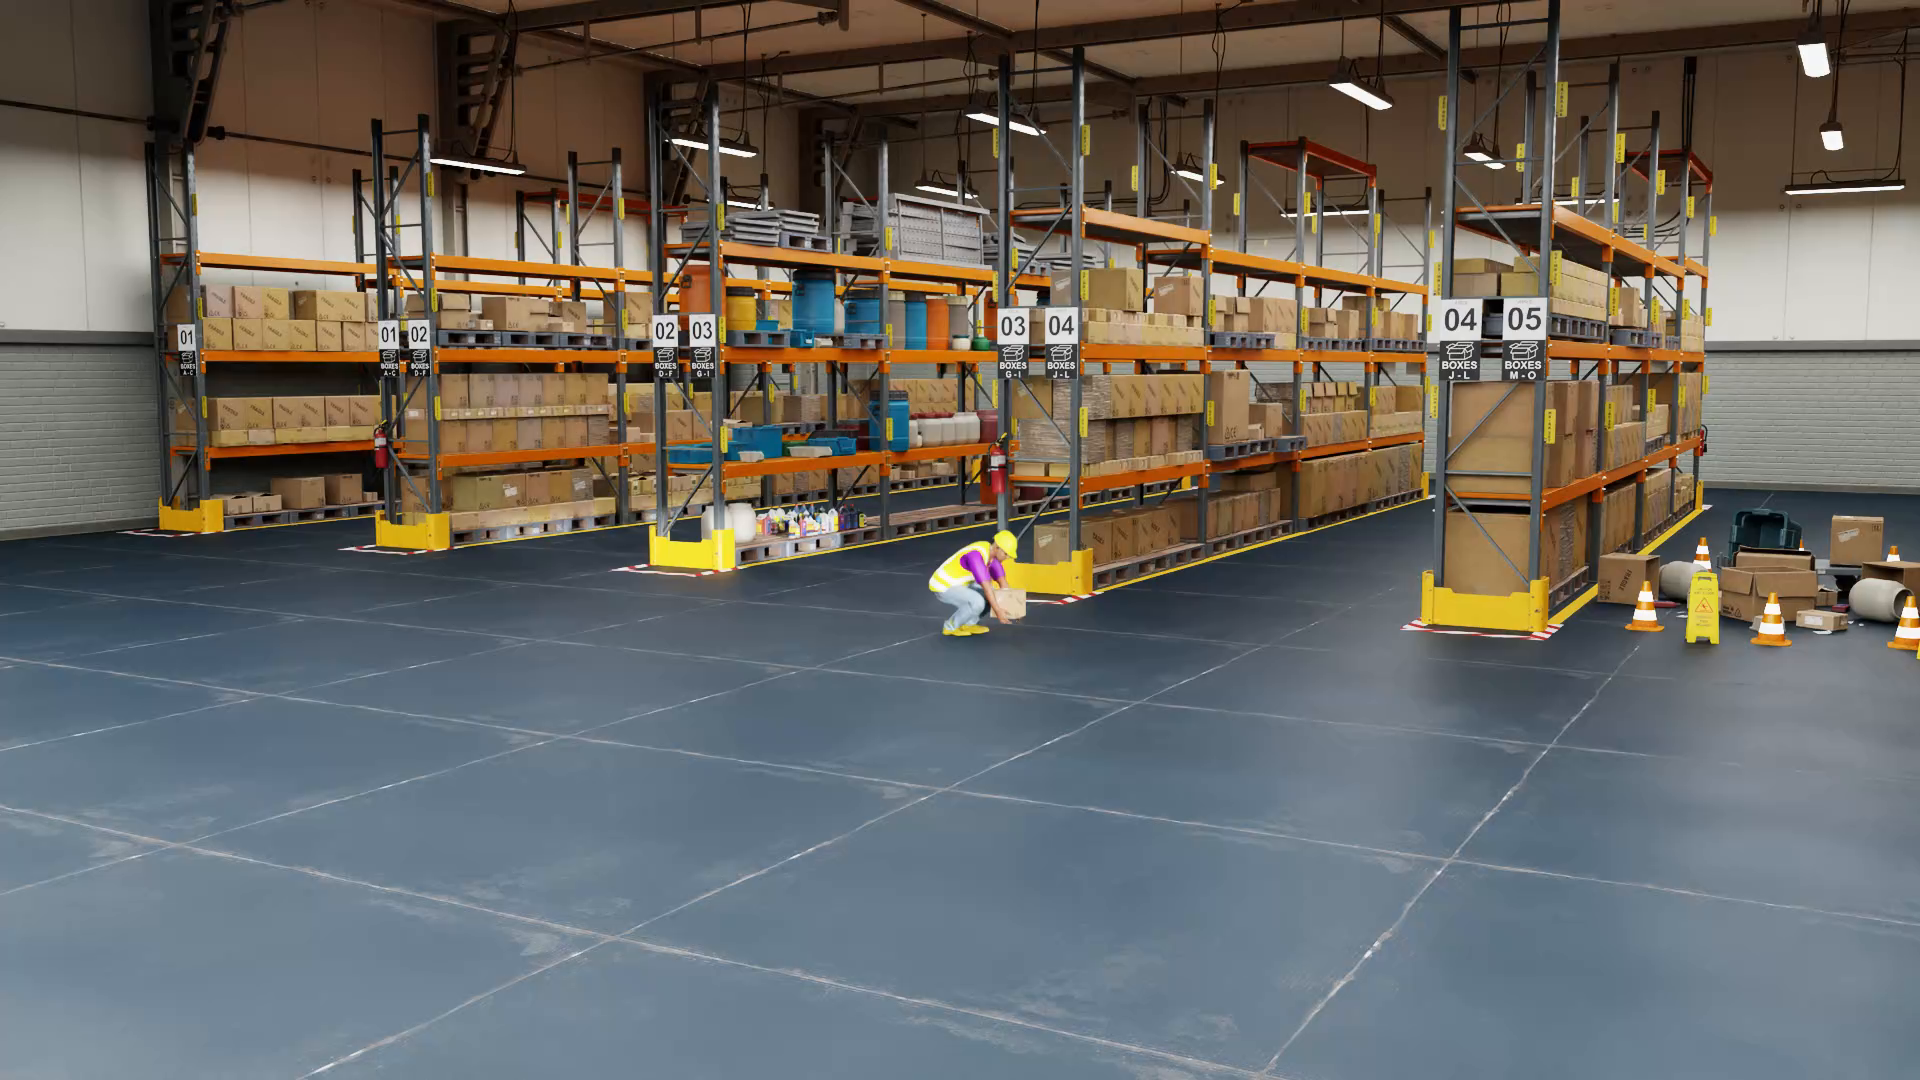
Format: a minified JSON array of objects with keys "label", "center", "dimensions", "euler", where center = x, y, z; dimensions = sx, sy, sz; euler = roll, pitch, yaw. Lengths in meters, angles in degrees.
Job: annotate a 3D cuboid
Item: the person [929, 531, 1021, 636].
[{"label":"person","center":[0.172,0.404,15.834],"dimensions":[0.897,1.012,0.546],"euler":[3,7,27]}]
